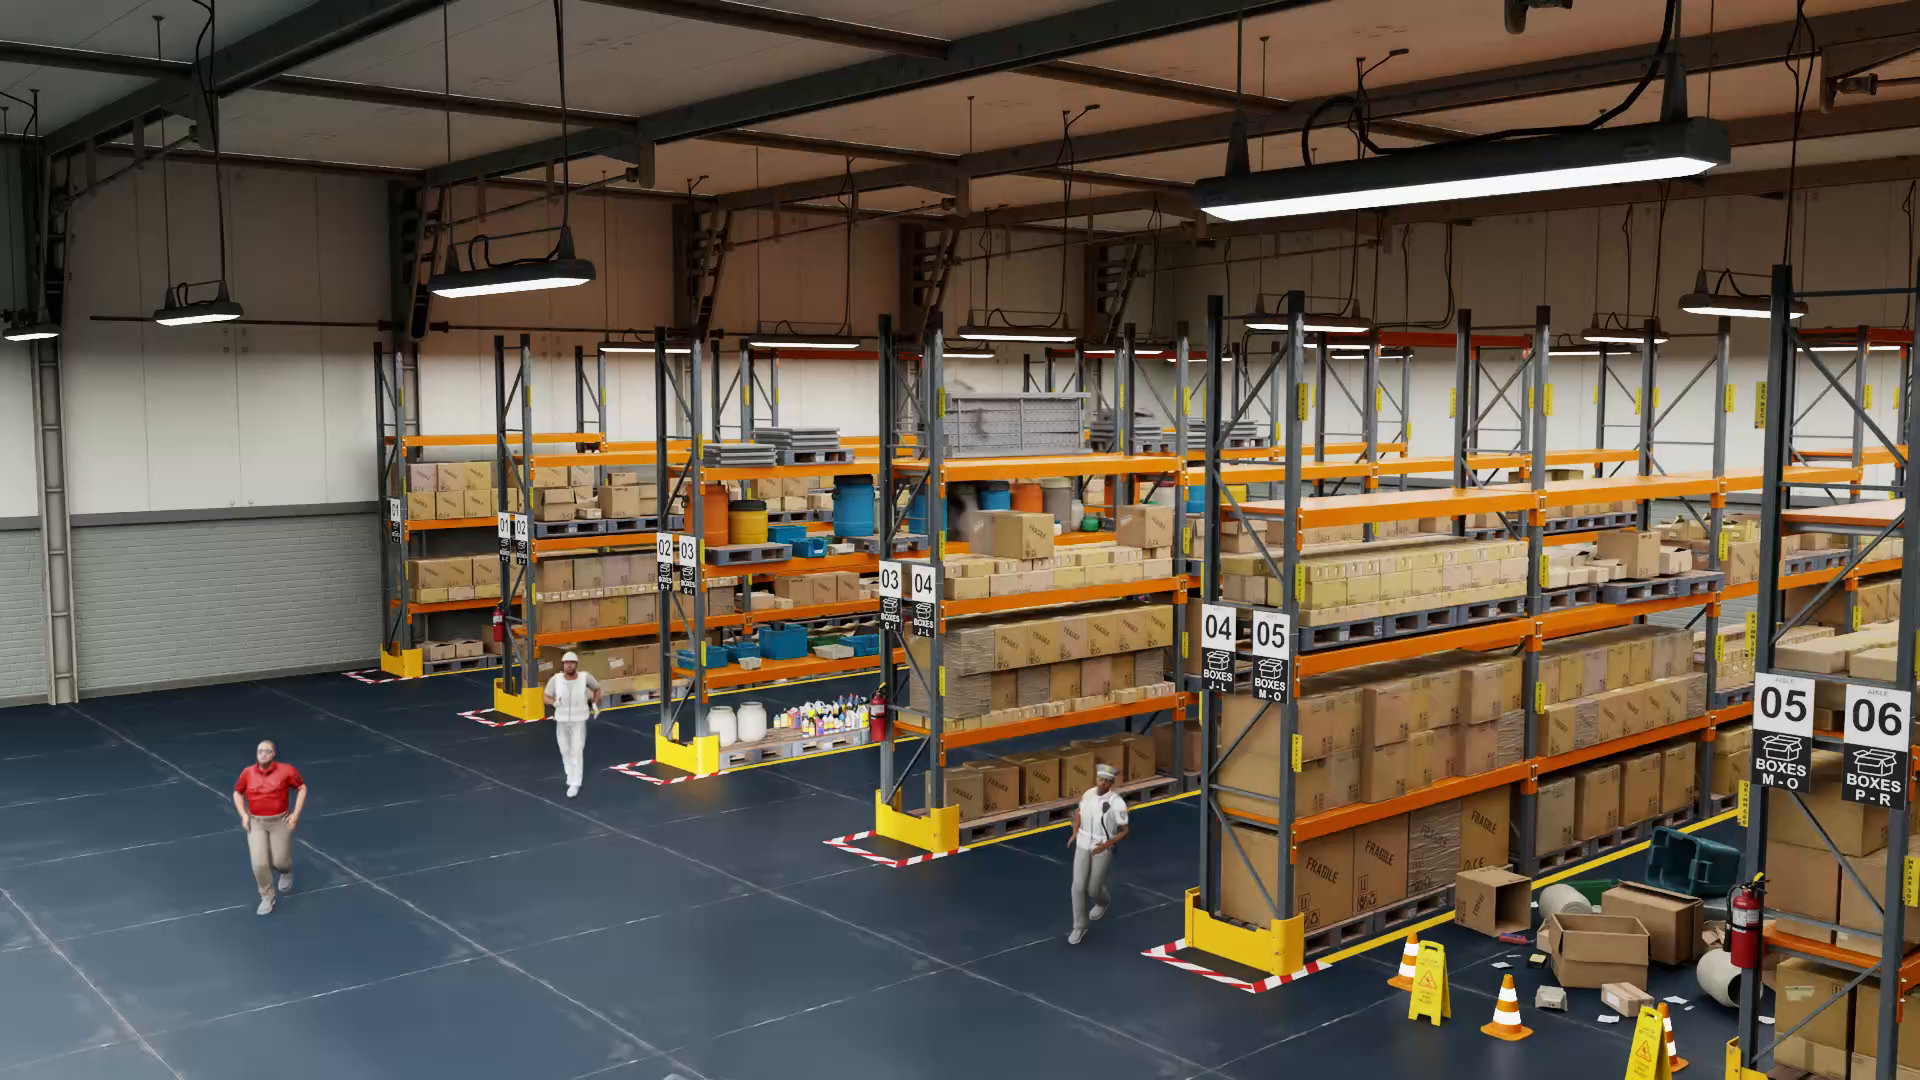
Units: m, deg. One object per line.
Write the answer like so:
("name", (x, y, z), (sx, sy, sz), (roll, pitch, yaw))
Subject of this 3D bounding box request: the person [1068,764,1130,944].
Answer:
("person", (1.328, 2.923, 15.698), (0.608, 1.685, 0.738), (3, 6, 28))

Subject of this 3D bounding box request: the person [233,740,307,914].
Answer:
("person", (-6.885, 2.822, 16.619), (0.690, 1.690, 0.662), (-1, 5, -15))

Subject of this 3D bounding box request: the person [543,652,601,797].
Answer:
("person", (-4.969, 2.309, 21.232), (0.696, 1.778, 0.905), (0, 5, -3))
